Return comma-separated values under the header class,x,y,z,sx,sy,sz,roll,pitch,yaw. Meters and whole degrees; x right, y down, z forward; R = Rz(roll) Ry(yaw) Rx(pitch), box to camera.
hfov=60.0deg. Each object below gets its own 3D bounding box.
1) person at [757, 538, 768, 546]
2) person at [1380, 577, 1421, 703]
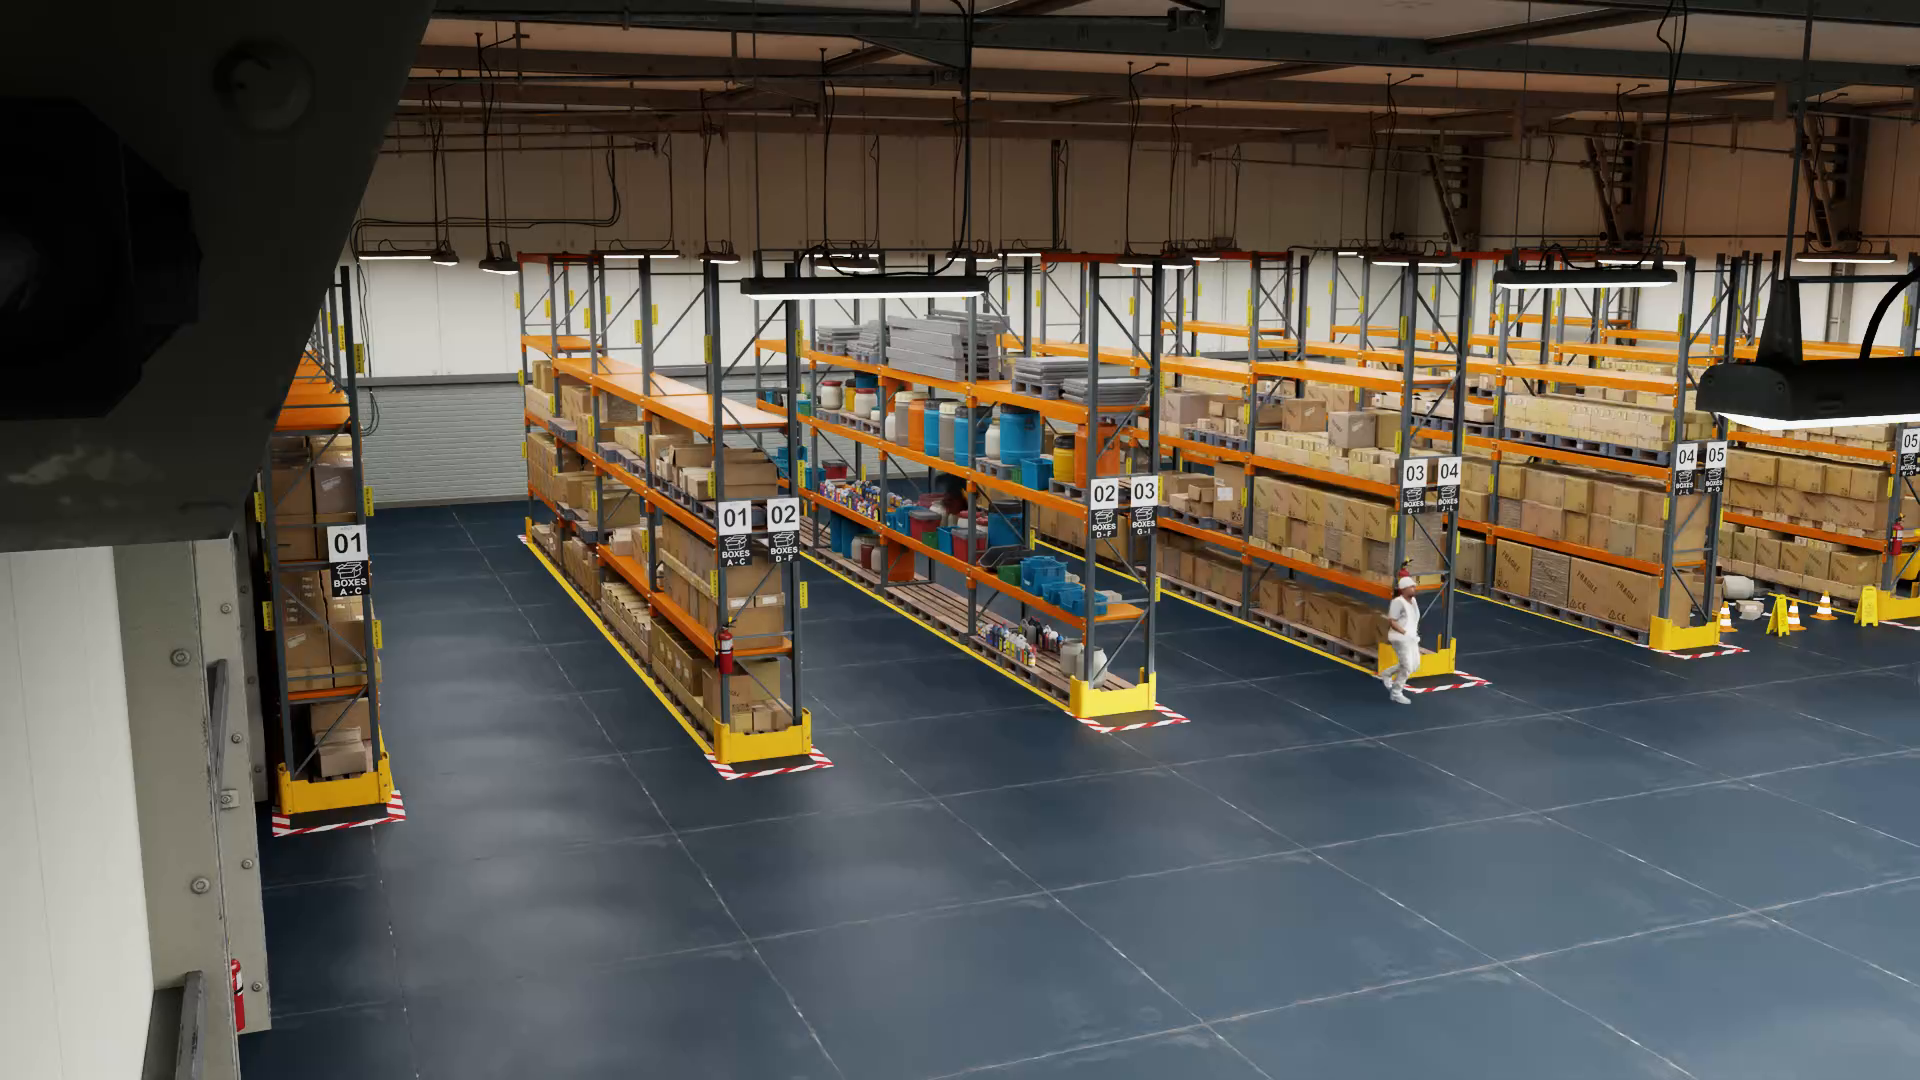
class,x,y,z,sx,sy,sz,roll,pitch,yaw
person,-3.406,0.169,29.333,0.699,1.738,0.758,-8,13,-36
person,6.082,1.357,22.866,0.633,1.743,0.721,8,13,36
